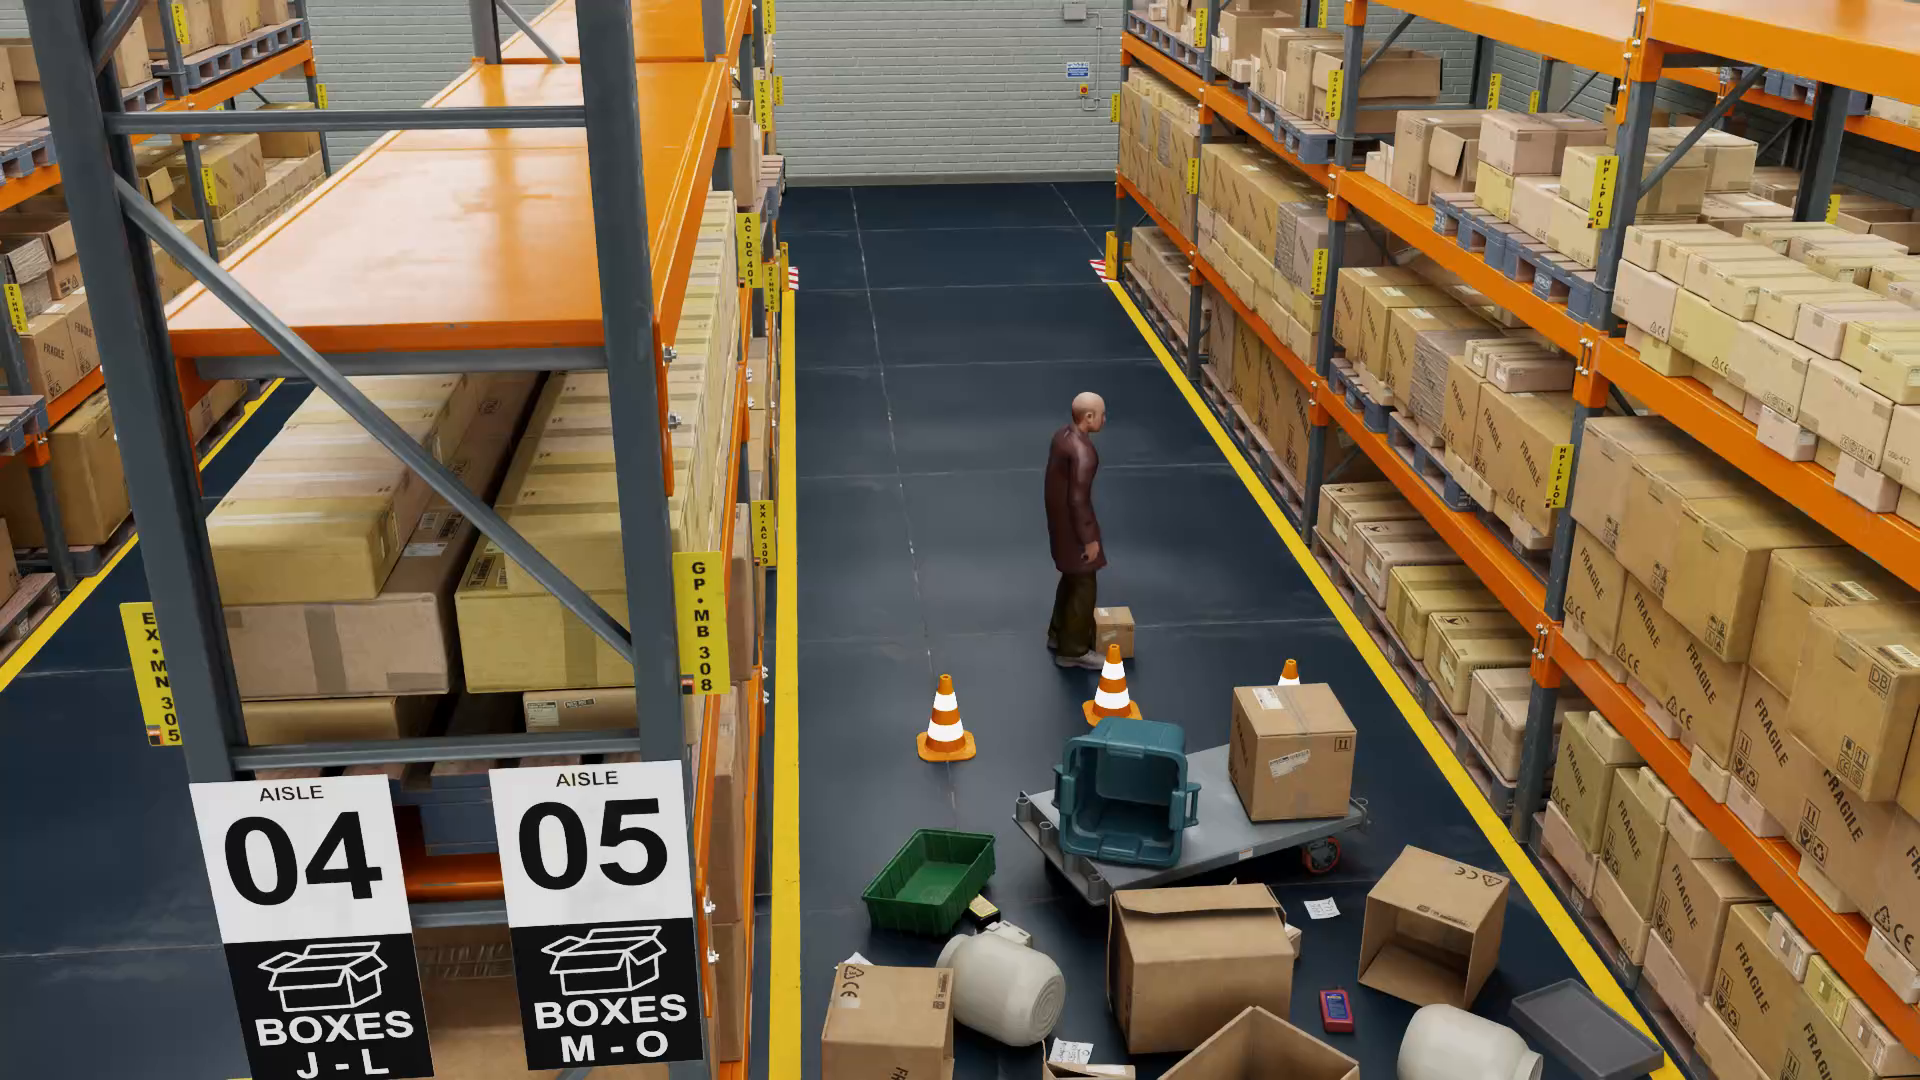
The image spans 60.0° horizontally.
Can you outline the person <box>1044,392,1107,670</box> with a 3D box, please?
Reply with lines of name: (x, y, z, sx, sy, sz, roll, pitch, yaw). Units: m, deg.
person: (0.745, -0.078, 10.538, 0.424, 1.773, 0.641, -3, 24, -7)
